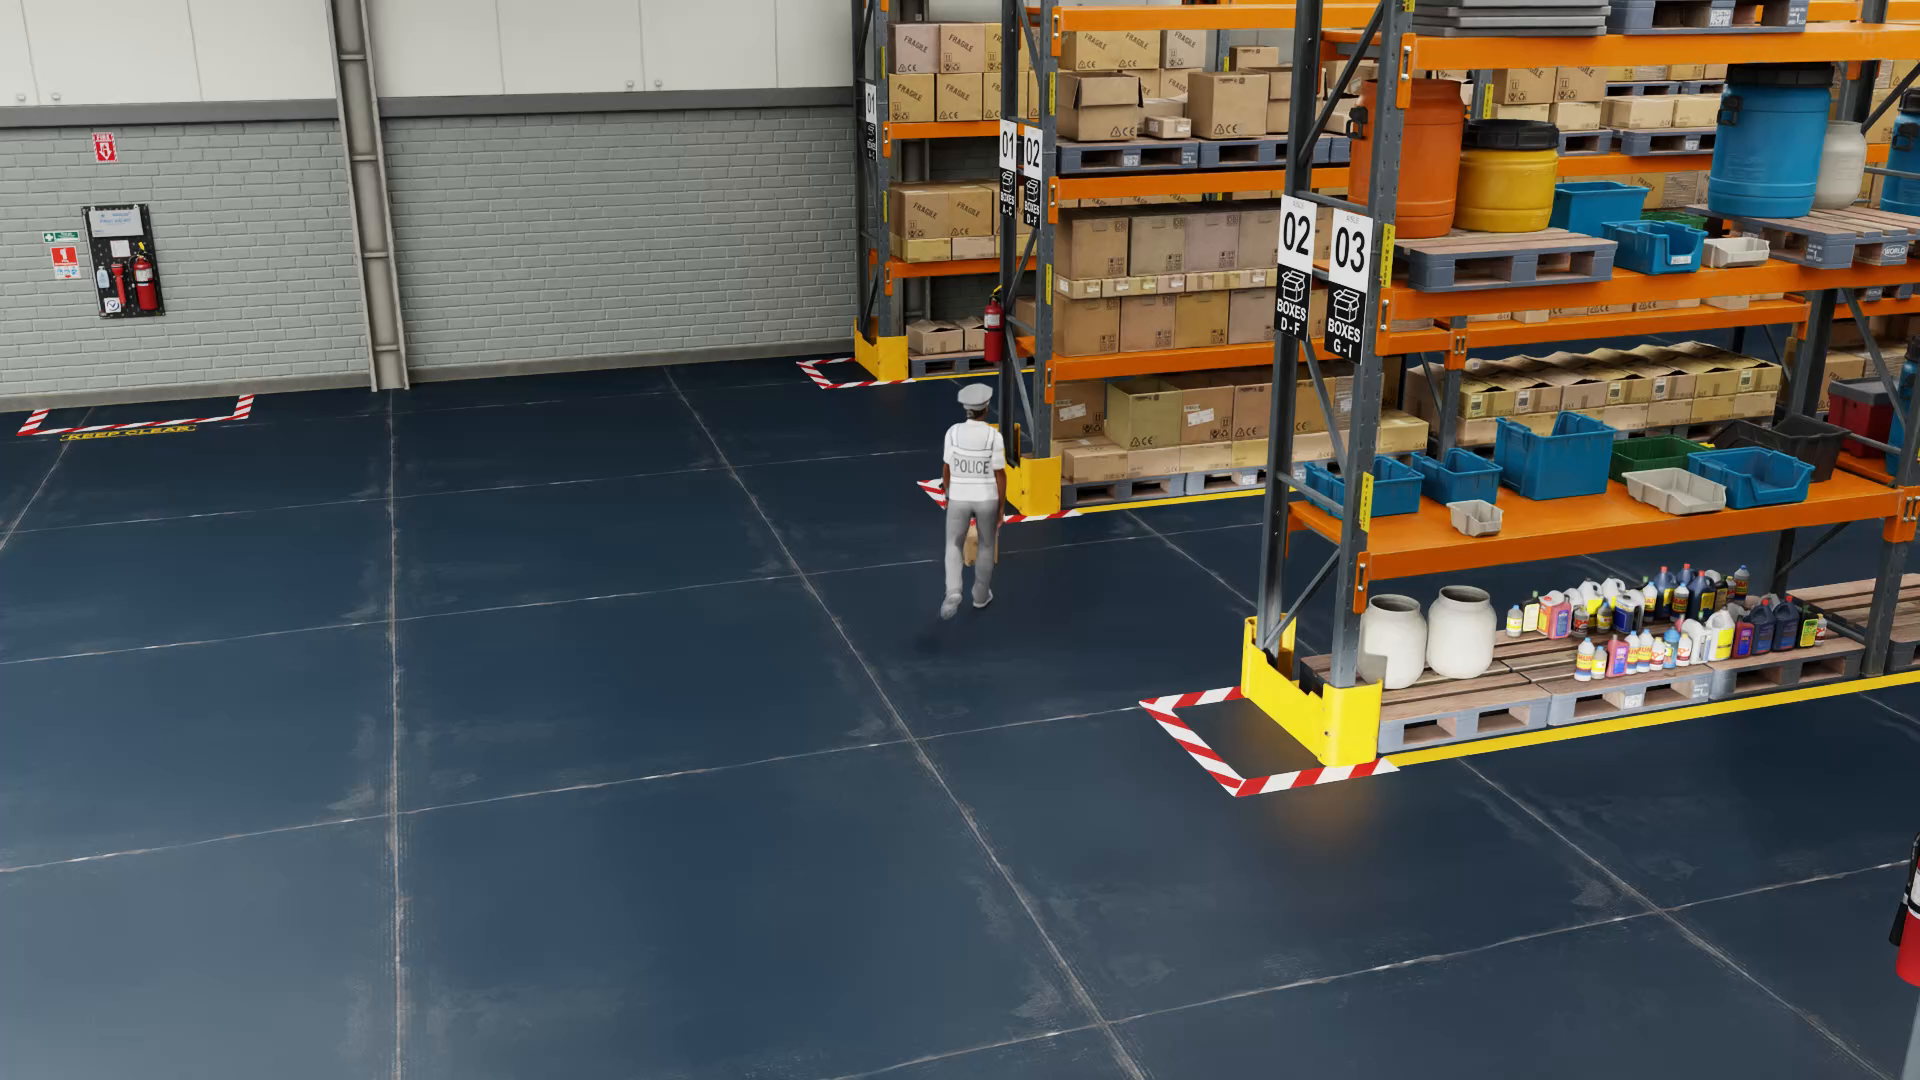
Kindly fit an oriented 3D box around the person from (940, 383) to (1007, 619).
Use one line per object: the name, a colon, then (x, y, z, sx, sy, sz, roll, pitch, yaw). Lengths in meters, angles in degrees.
person: (0.098, -0.267, 11.769, 0.464, 1.666, 0.721, 3, 20, 9)
